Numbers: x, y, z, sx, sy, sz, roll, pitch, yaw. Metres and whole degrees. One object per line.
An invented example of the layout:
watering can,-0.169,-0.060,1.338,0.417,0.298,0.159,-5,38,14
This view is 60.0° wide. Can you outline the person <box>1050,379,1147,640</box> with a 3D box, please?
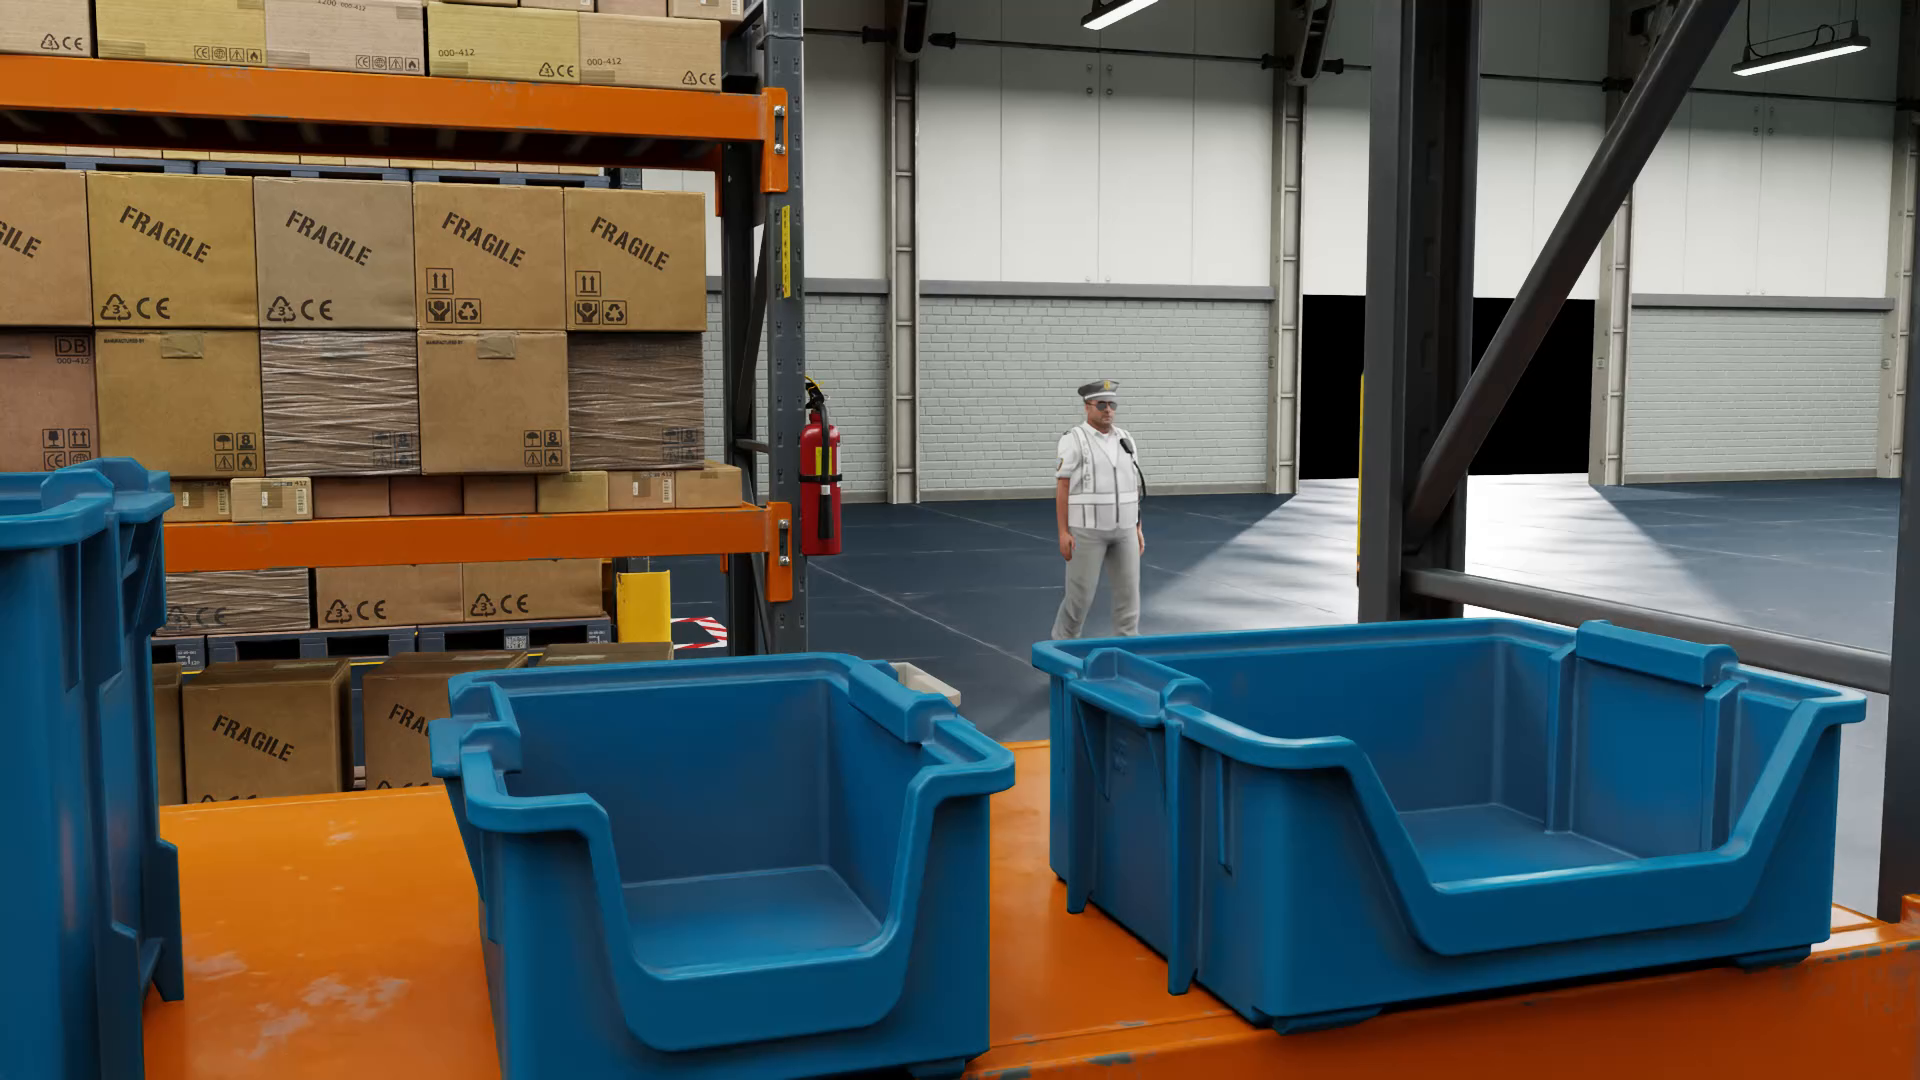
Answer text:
person,0.860,-0.049,9.755,0.556,1.781,0.562,-3,6,-24
